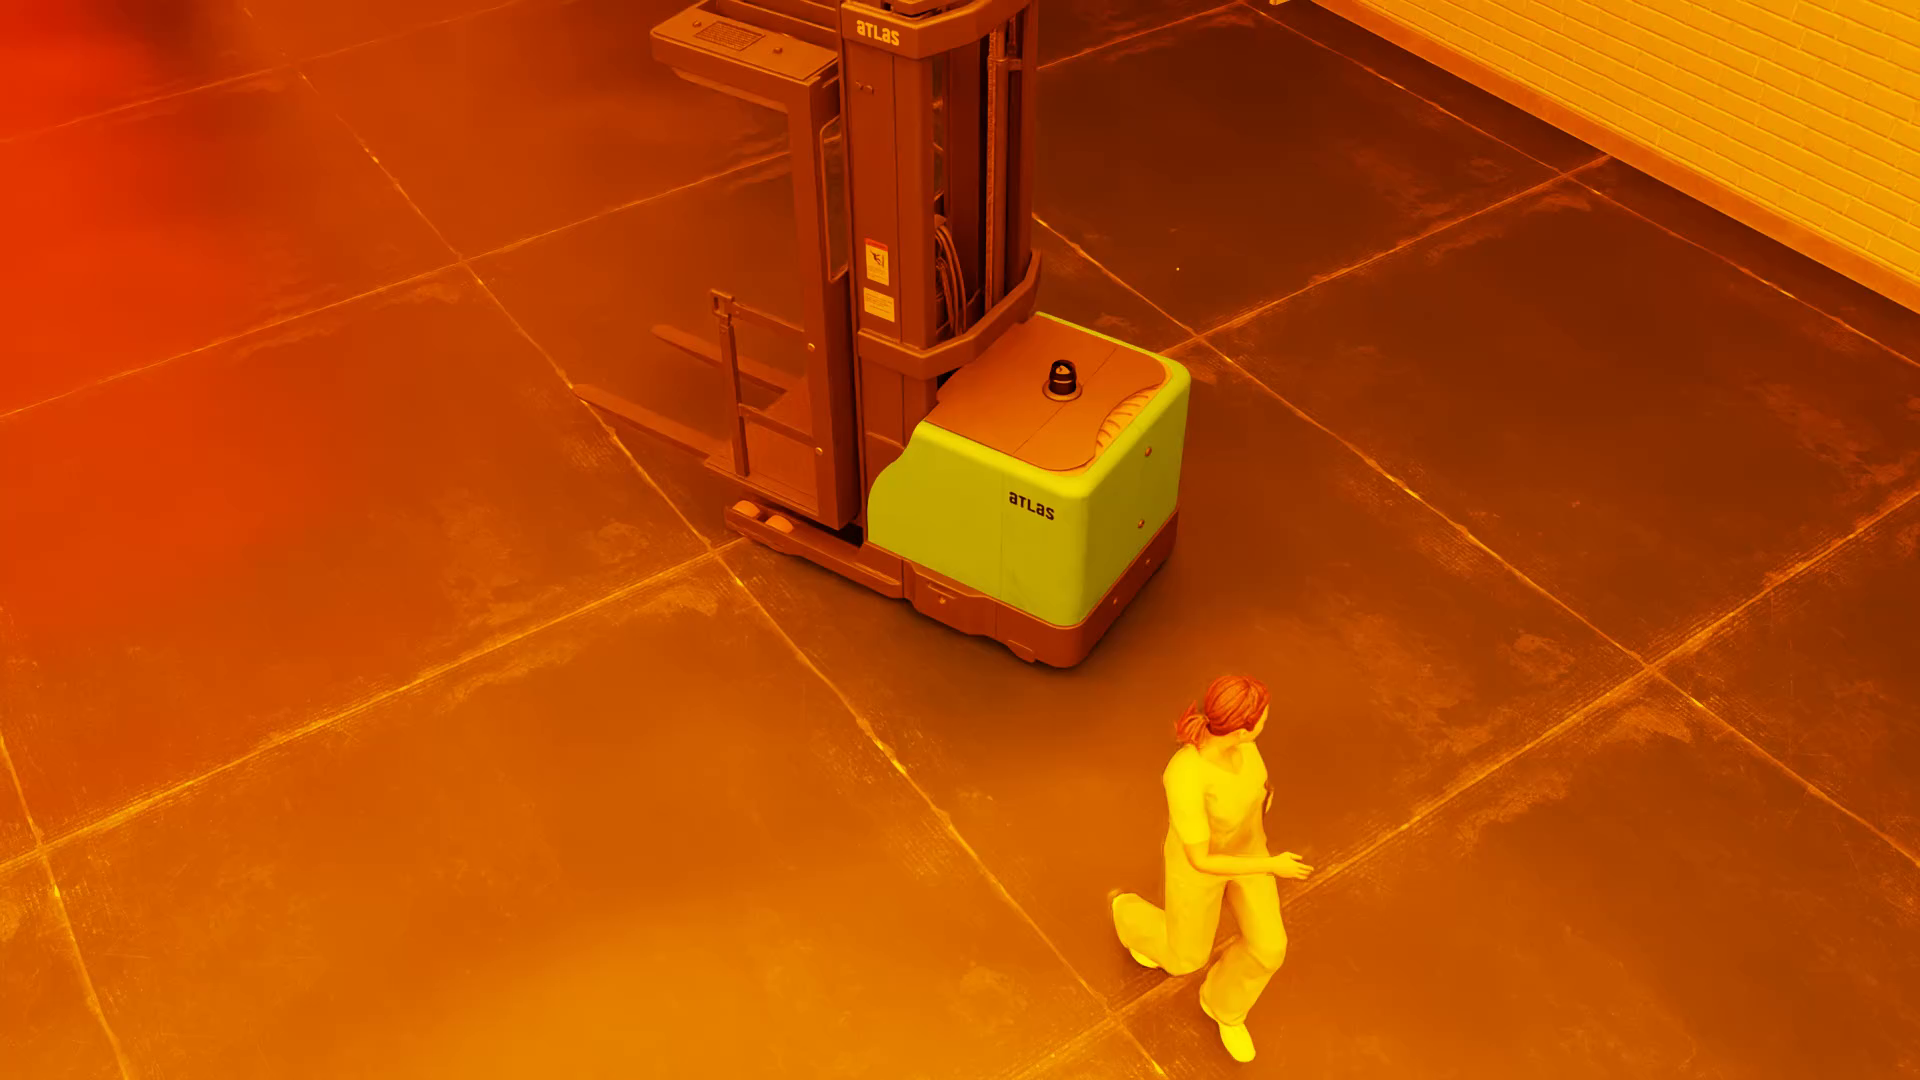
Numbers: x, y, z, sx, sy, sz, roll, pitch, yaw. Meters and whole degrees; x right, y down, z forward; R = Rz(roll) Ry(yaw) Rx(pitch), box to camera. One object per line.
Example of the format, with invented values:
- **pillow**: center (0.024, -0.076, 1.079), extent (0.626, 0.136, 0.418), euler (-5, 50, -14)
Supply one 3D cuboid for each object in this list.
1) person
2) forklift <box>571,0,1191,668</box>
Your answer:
- **person**: center (0.869, 1.043, 5.583), extent (0.515, 1.591, 0.731), euler (-22, 47, -22)
- **forklift**: center (-0.511, -1.302, 7.129), extent (3.031, 2.935, 1.130), euler (24, 48, 24)
